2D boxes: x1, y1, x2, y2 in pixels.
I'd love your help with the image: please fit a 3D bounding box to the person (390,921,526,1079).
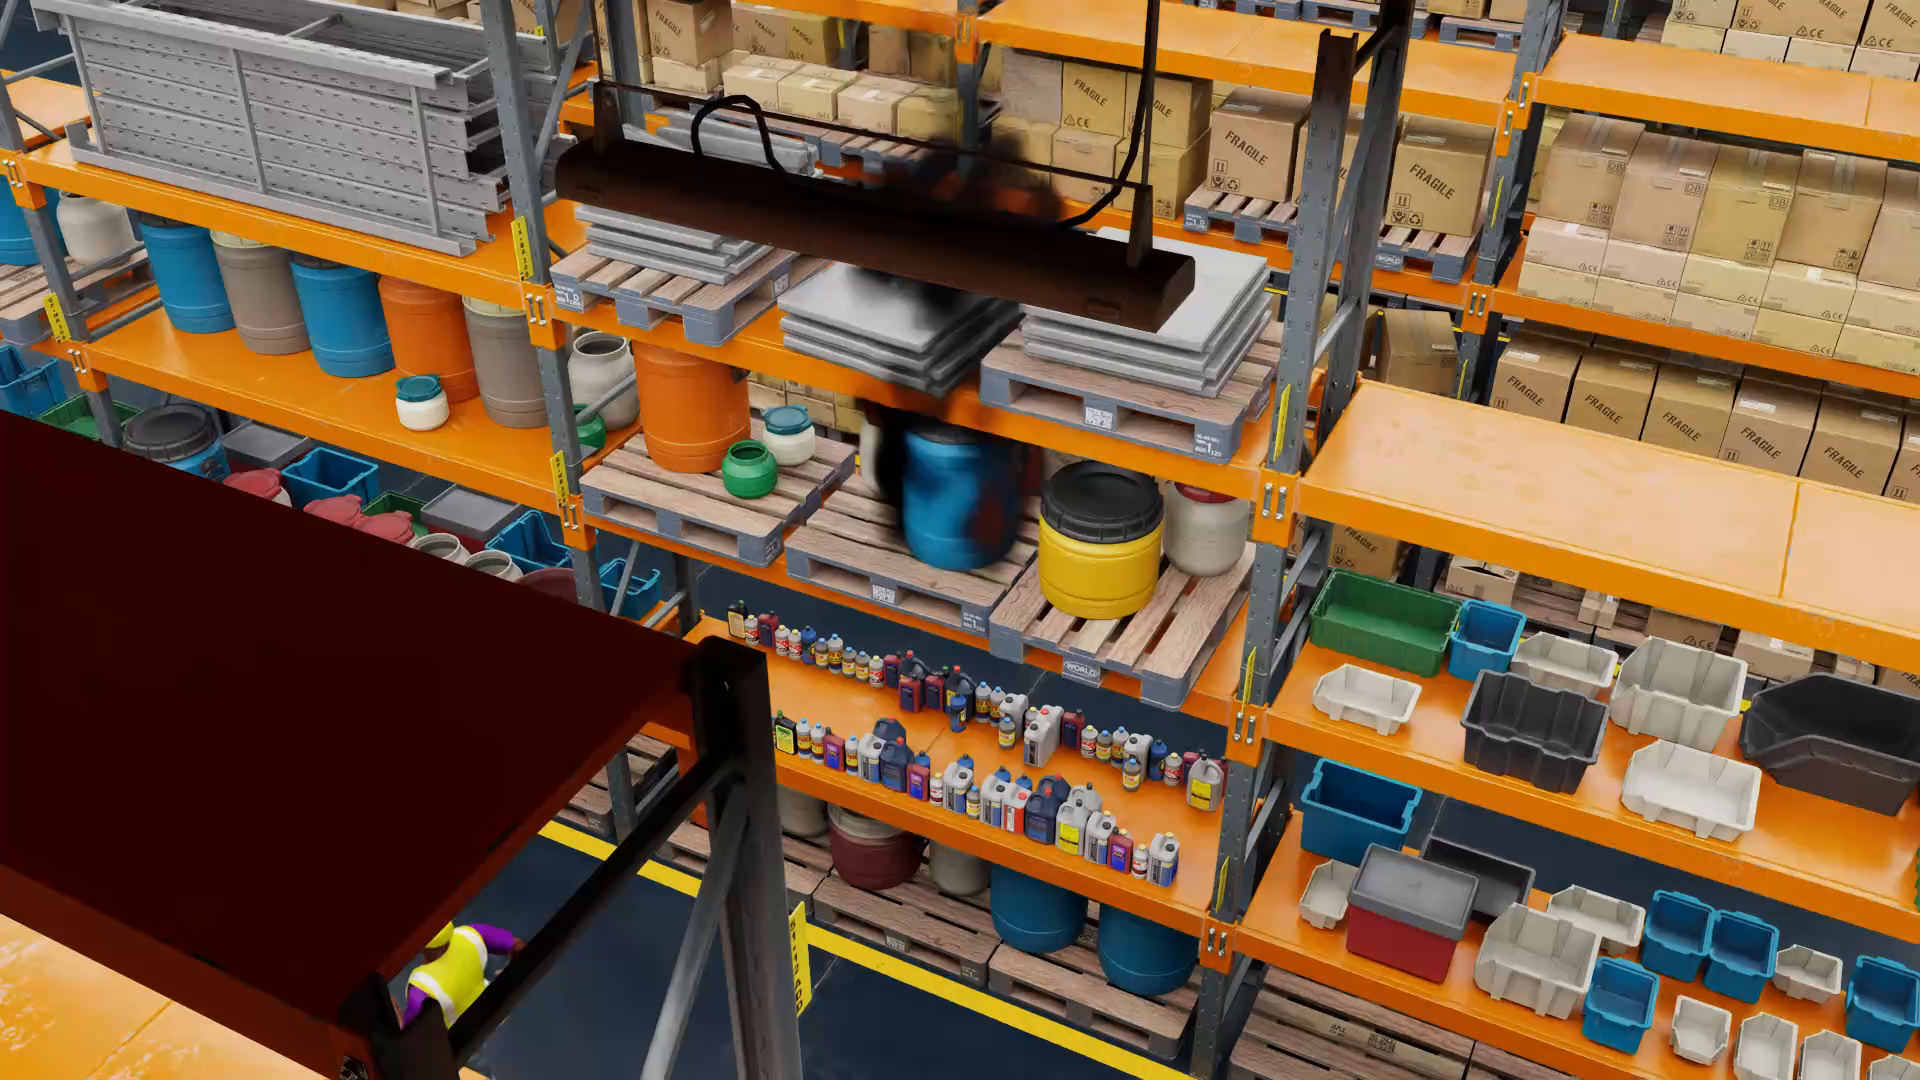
[{"bbox_3d":[-2.627,2.552,8.709,0.809,1.786,0.669,8,36,11],"label":"person"}]
